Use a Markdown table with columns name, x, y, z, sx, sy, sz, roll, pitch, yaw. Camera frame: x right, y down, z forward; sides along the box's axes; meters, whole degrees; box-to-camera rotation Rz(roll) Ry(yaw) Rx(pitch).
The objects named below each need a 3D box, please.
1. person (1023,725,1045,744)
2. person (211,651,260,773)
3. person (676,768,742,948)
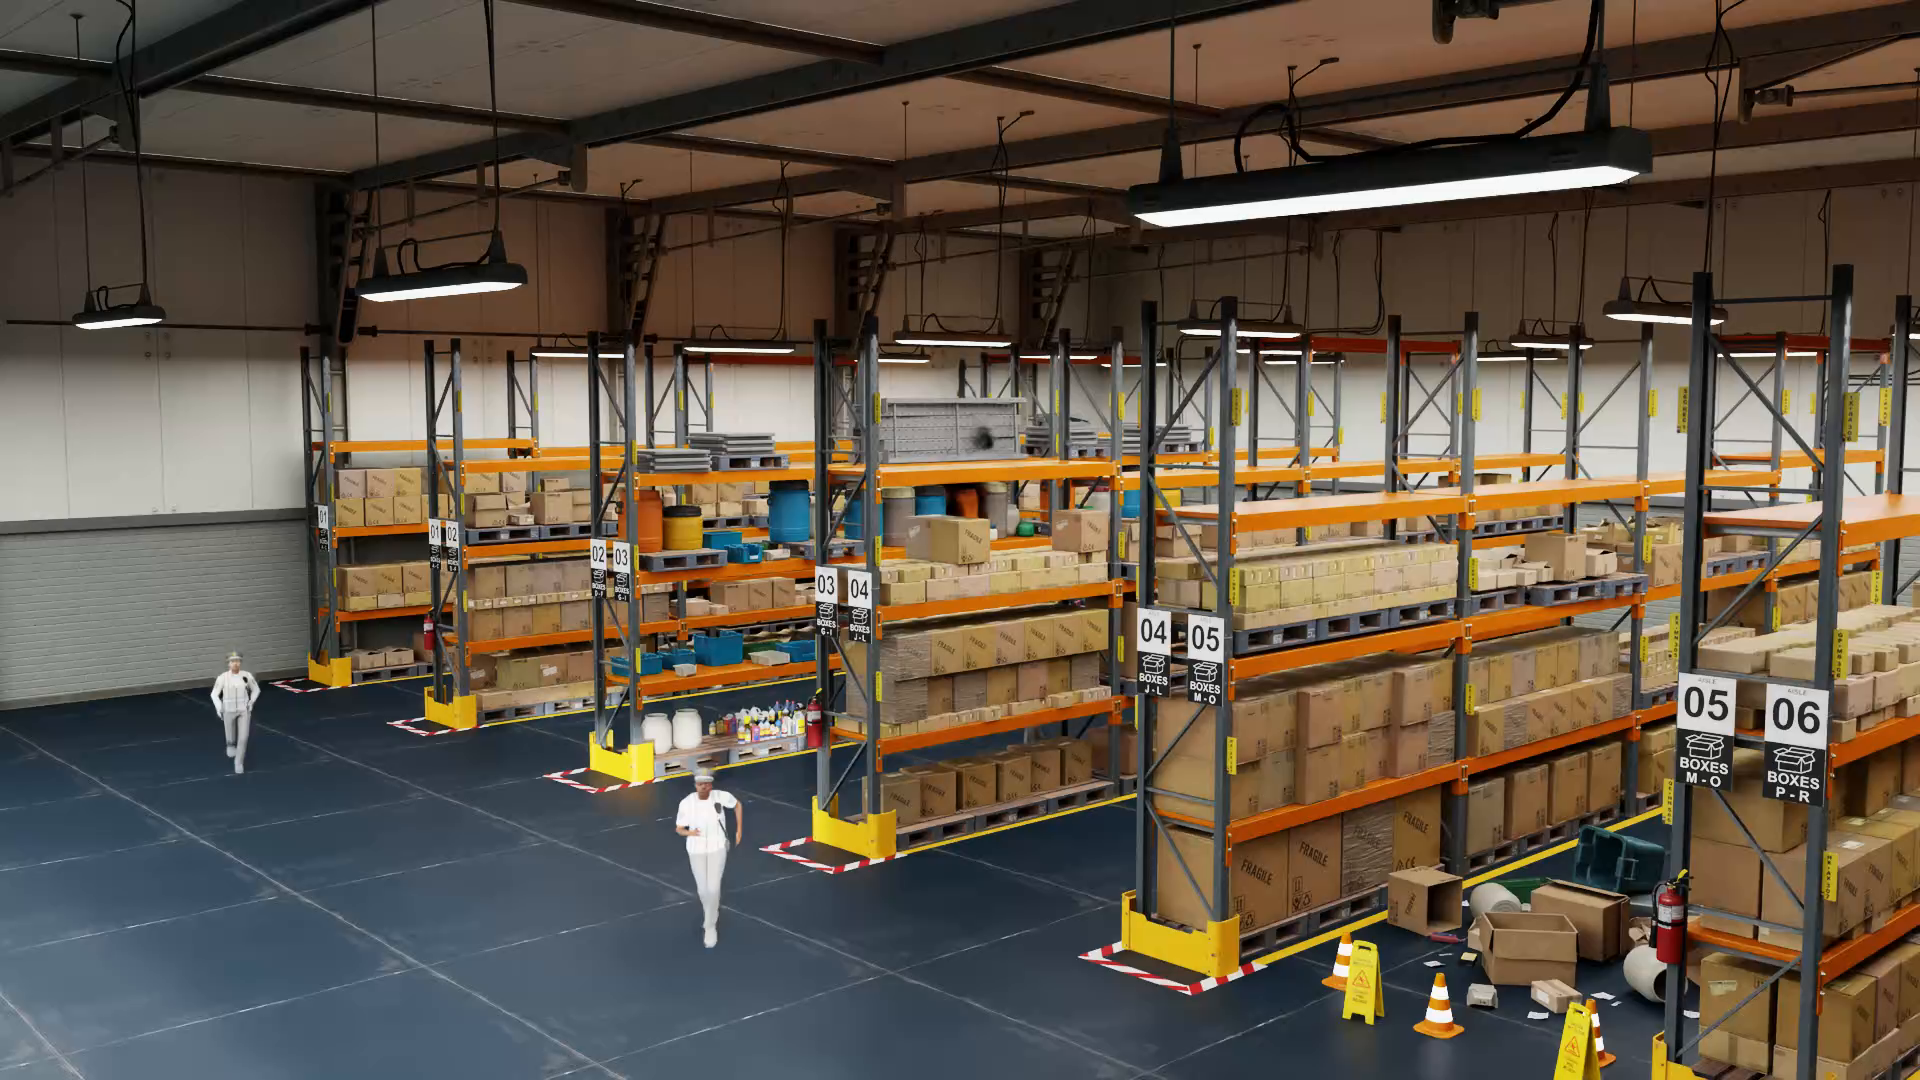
| name | x | y | z | sx | sy | sz | roll | pitch | yaw |
| --- | --- | --- | --- | --- | --- | --- | --- | --- | --- |
| person | 1.023 | 2.268 | 23.350 | 0.549 | 1.714 | 0.728 | 4 | 7 | 41 |
| person | -9.937 | 2.340 | 22.847 | 0.624 | 1.660 | 0.588 | -3 | 6 | -27 |
| person | -2.366 | 2.952 | 15.689 | 0.600 | 1.704 | 0.817 | 0 | 5 | -4 |
